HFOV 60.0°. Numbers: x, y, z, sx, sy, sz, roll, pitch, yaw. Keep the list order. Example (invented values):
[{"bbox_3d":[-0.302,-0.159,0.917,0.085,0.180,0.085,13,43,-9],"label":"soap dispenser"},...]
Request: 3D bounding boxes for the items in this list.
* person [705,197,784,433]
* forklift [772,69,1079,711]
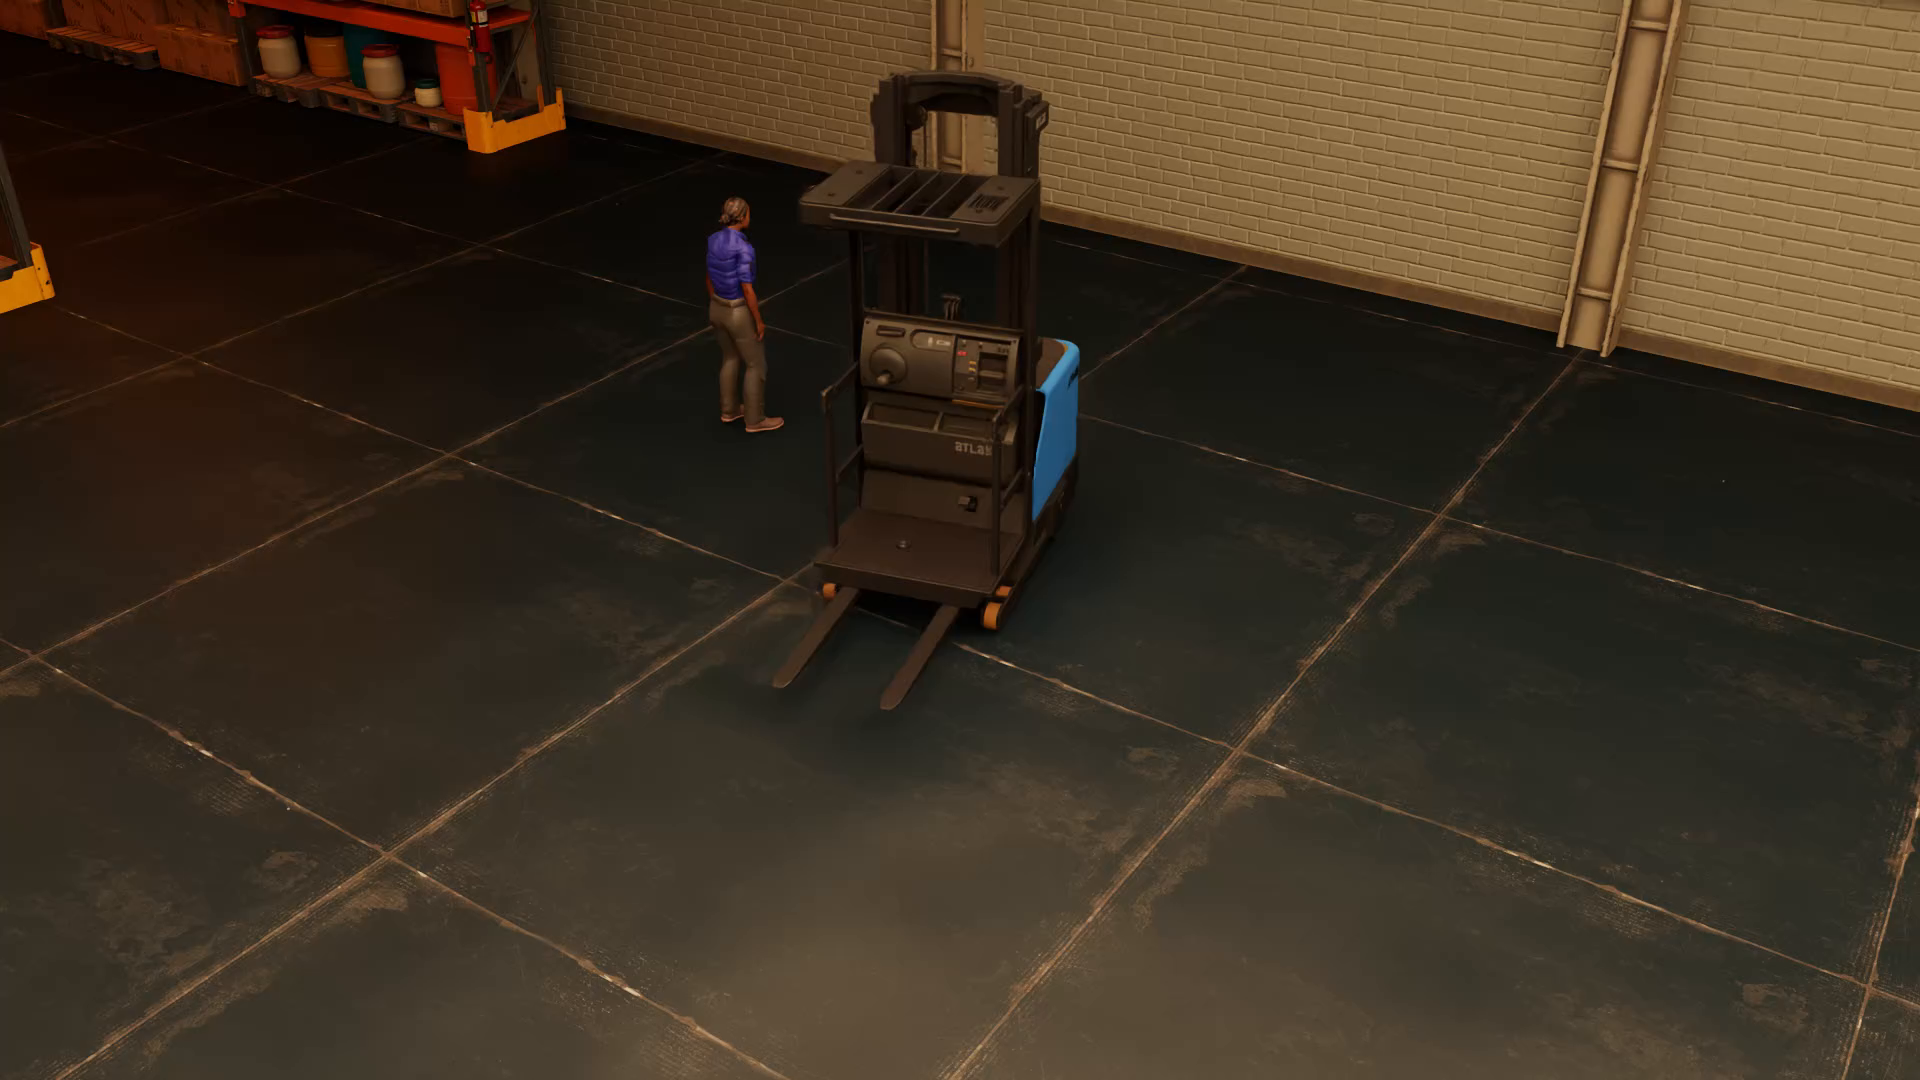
[{"bbox_3d":[-1.538,-1.560,11.543,0.513,1.653,0.350,26,39,37],"label":"person"},{"bbox_3d":[-0.185,-0.973,9.257,1.130,2.935,3.031,10,32,16],"label":"forklift"}]
